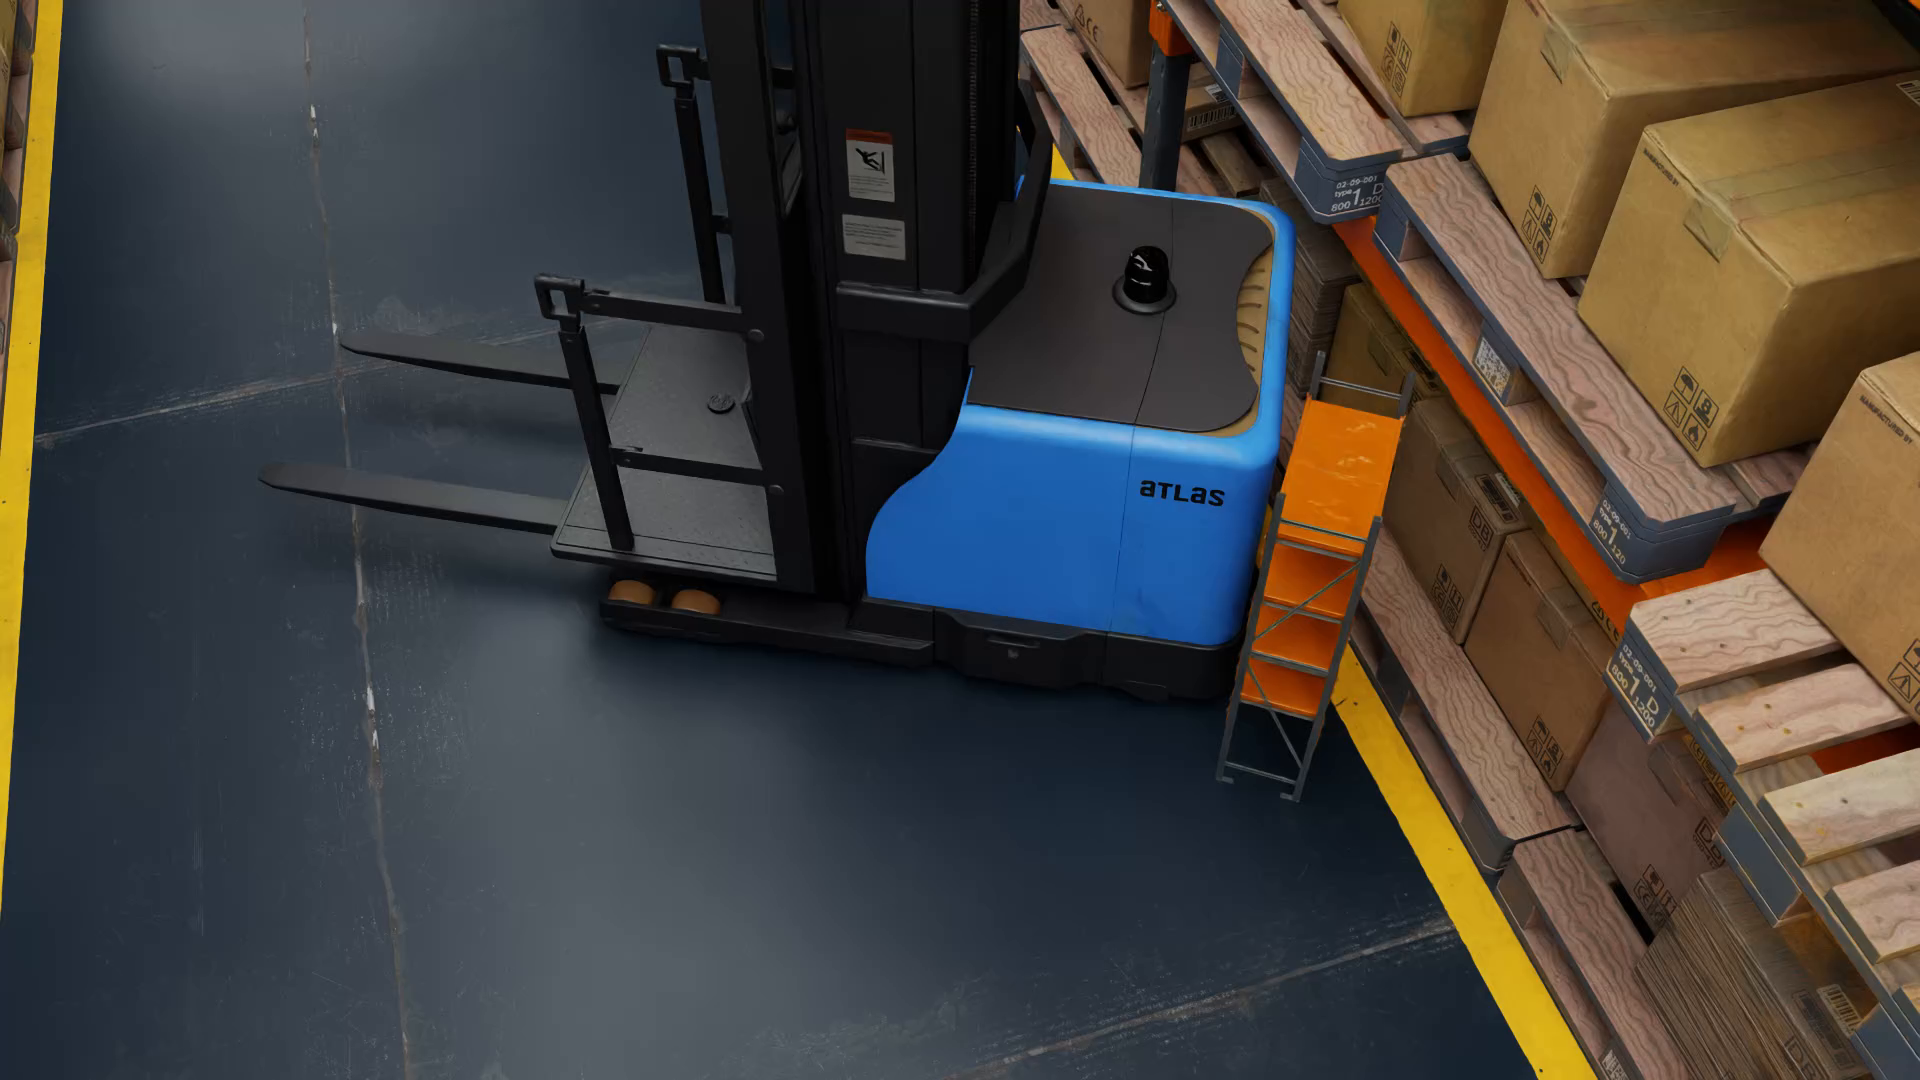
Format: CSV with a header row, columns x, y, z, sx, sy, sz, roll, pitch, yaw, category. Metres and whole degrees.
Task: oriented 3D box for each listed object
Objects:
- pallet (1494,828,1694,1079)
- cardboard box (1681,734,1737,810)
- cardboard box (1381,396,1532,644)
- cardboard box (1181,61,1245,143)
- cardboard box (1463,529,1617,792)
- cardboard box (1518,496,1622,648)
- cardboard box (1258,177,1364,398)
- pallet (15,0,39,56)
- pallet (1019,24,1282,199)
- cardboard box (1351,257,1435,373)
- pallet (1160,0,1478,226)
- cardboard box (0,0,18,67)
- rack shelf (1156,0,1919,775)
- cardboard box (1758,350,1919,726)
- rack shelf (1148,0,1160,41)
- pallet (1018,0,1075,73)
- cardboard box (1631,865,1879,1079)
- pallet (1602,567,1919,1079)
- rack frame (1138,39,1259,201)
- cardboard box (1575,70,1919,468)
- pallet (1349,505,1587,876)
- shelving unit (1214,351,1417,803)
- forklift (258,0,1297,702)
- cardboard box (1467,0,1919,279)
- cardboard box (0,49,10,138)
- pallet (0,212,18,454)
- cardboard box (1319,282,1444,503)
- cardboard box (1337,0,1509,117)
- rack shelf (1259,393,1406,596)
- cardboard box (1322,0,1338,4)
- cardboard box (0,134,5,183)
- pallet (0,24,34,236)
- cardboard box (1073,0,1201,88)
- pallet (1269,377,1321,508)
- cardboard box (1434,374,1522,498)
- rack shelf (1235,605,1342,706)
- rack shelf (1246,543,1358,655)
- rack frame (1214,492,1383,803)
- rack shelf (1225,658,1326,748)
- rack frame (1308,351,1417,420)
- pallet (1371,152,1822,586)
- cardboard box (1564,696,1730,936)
x,y,z,sx,sy,sz,roll,pitch,yaw,category
2.076,1.184,4.114,1.003,0.211,1.213,-13,51,-11,pallet
1.934,0.334,3.863,0.500,0.250,0.500,-12,51,-10,cardboard box
1.669,-0.119,4.736,0.700,0.500,0.500,-13,51,-11,cardboard box
0.936,-1.678,6.268,0.380,0.166,0.250,-19,53,-16,cardboard box
1.827,0.247,4.427,0.700,0.500,0.500,-14,51,-11,cardboard box
1.777,-0.040,4.179,0.500,0.250,0.500,-14,51,-11,cardboard box
1.356,-0.867,5.366,0.700,0.500,0.500,-12,51,-10,cardboard box
-4.525,-2.416,7.148,1.003,0.211,1.213,-13,51,-11,pallet
0.890,-1.649,6.502,1.003,0.211,1.213,-13,51,-11,pallet
1.490,-0.788,4.809,0.500,0.250,0.500,-14,51,-12,cardboard box
1.210,-1.412,4.604,1.003,0.211,1.213,-13,51,-11,pallet
-4.042,-2.061,6.549,0.500,0.250,0.500,-13,51,-11,cardboard box
1.714,-0.372,4.073,1.077,0.370,4.000,-13,51,-11,rack shelf
1.966,-0.061,2.986,0.700,0.500,0.500,-18,52,-14,cardboard box
0.531,-3.294,6.535,1.077,0.370,4.000,-13,51,-11,rack shelf
0.526,-2.541,7.254,1.003,0.211,1.213,-13,51,-11,pallet
2.043,1.006,3.787,0.700,0.500,0.500,-13,51,-10,cardboard box
1.993,0.422,3.058,1.213,0.211,1.003,-13,51,-11,pallet
1.123,-2.065,5.029,1.000,3.000,0.127,-13,51,-11,rack frame
1.767,-0.564,3.410,0.700,0.500,0.500,-13,51,-11,cardboard box
1.719,0.295,4.863,1.003,0.211,1.213,-13,51,-11,pallet
0.910,0.135,4.351,0.258,1.200,0.503,15,51,12,shelving unit
-0.615,-1.031,4.202,3.031,2.935,1.130,8,50,7,forklift
1.623,-0.976,3.758,0.700,0.500,0.500,-7,50,-6,cardboard box
-3.895,-1.695,6.241,0.500,0.250,0.500,-13,51,-11,cardboard box
-3.804,-0.634,5.646,1.003,0.211,1.213,-13,51,-11,pallet
1.557,-0.501,5.058,0.700,0.500,0.500,-14,51,-12,cardboard box
1.399,-1.450,4.157,0.700,0.500,0.500,-9,50,-7,cardboard box
0.910,-0.118,4.051,0.258,0.148,0.480,15,51,12,rack shelf
1.240,-1.860,4.503,0.700,0.500,0.500,-13,51,-11,cardboard box
-3.742,-1.331,5.934,0.500,0.250,0.500,-13,51,-11,cardboard box
-4.168,-1.526,6.399,1.003,0.211,1.213,-13,51,-11,pallet
0.777,-2.150,6.448,0.500,0.500,0.500,-17,52,-14,cardboard box
1.354,-0.598,5.616,1.003,0.211,1.213,-13,51,-11,pallet
1.647,-0.409,4.490,0.500,0.250,0.500,-15,51,-12,cardboard box
0.910,0.178,4.403,0.258,0.148,0.480,15,51,12,rack shelf
0.910,0.034,4.232,0.258,0.148,0.480,15,51,12,rack shelf
0.832,0.311,4.203,0.240,1.200,0.015,15,51,12,rack frame
0.910,0.306,4.555,0.258,0.148,0.480,15,51,12,rack shelf
0.989,-0.042,4.500,0.240,1.200,0.015,15,51,12,rack frame
1.681,-0.518,3.850,1.003,0.211,1.213,-13,51,-11,pallet
2.001,0.604,4.126,0.700,0.500,0.500,-13,51,-11,cardboard box
